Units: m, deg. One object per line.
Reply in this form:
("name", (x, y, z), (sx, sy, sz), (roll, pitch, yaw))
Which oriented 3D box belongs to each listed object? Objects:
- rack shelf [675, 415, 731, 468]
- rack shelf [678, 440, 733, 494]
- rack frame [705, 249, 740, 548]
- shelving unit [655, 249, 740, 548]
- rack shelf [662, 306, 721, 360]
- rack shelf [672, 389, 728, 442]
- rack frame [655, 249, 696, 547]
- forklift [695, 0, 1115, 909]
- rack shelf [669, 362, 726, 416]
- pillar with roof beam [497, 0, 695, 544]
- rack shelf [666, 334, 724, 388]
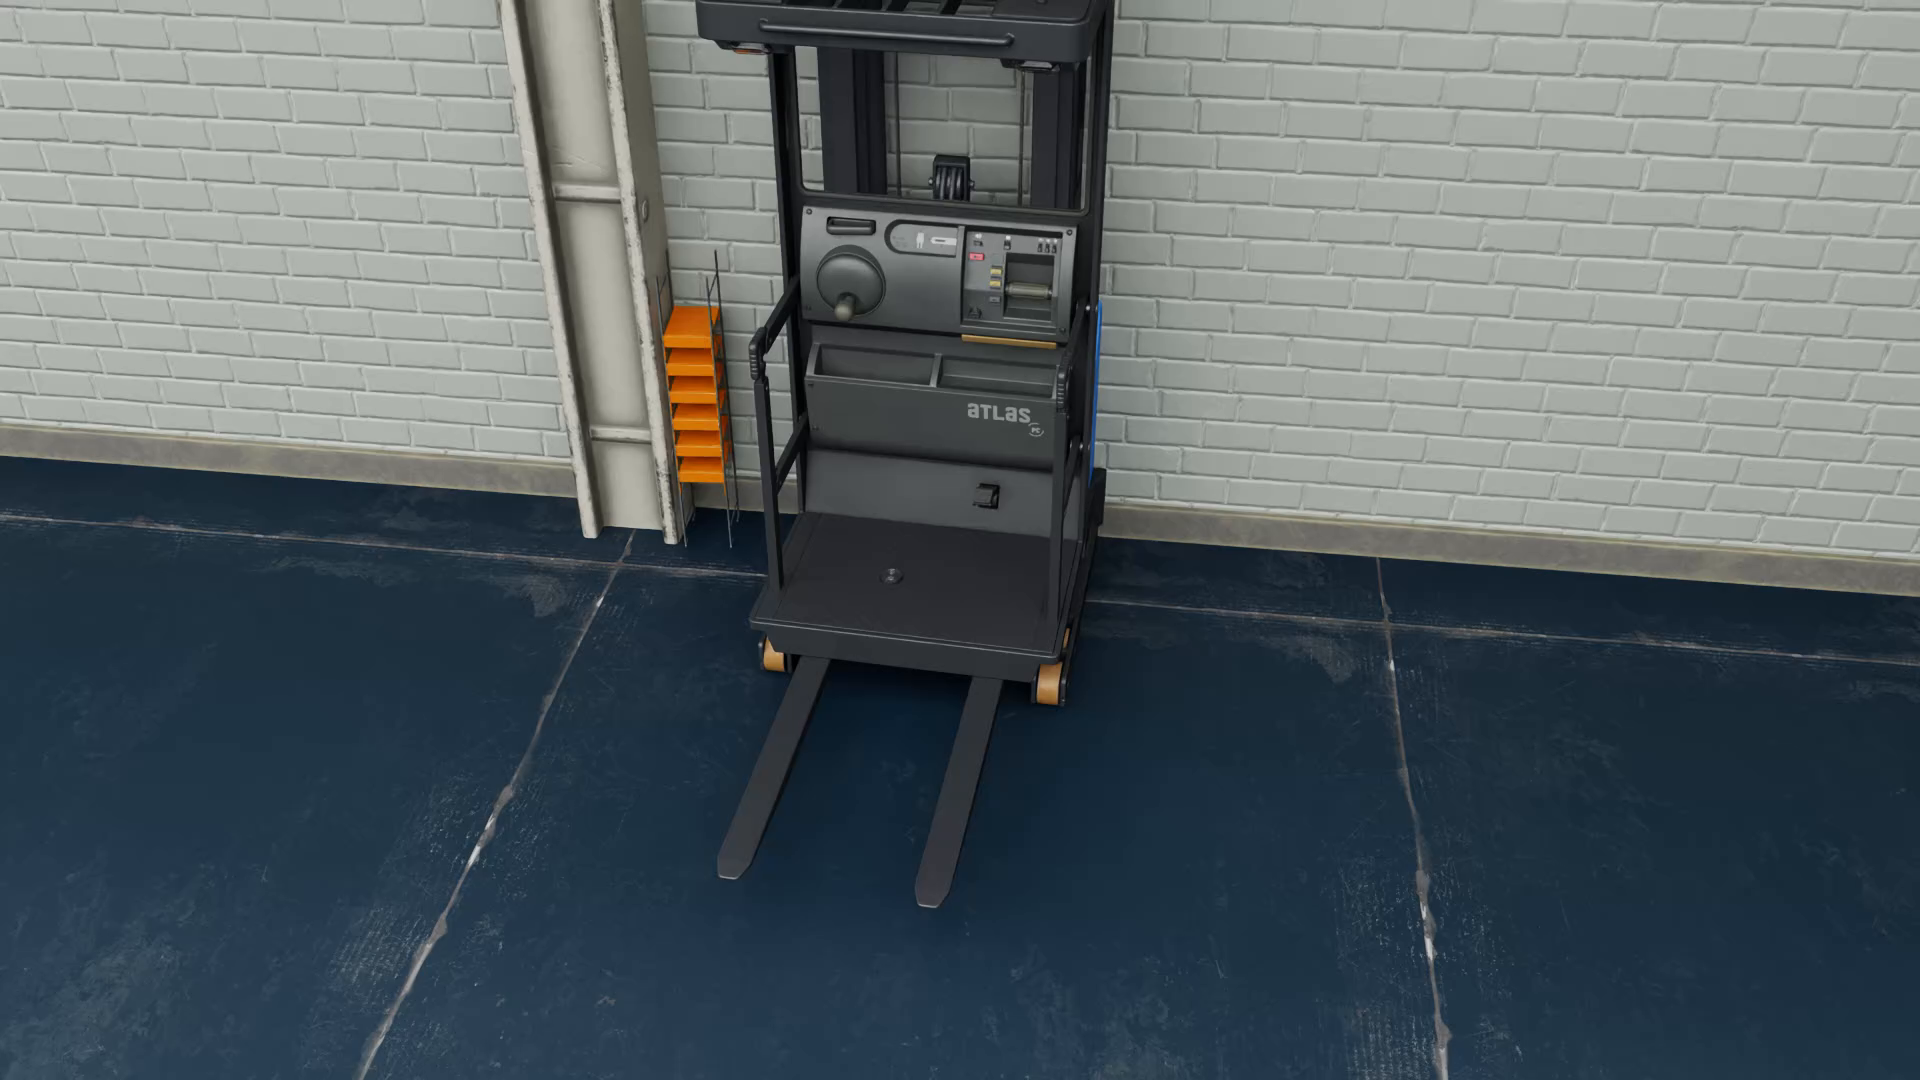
("rack shelf", (-1.009, -0.394, 6.551), (0.180, 0.103, 0.258), (1, 36, 1))
("rack shelf", (-1.010, -0.296, 6.621), (0.180, 0.103, 0.258), (1, 36, 1))
("rack frame", (-0.917, -0.526, 6.454), (0.006, 1.200, 0.240), (1, 36, 1))
("shelving unit", (-1.008, -0.528, 6.456), (0.189, 1.200, 0.258), (1, 36, 1))
("rack shelf", (-1.007, -0.785, 6.272), (0.180, 0.103, 0.258), (1, 36, 1))
("rack shelf", (-1.009, -0.492, 6.482), (0.180, 0.103, 0.258), (1, 36, 1))
("rack frame", (-1.100, -0.529, 6.457), (0.006, 1.200, 0.240), (1, 36, 1))
("forklift", (-0.115, -0.836, 5.398), (1.130, 2.935, 3.031), (6, 36, 9))
("rack shelf", (-1.008, -0.589, 6.412), (0.180, 0.103, 0.258), (1, 36, 1))
("pillar with roof beam", (-1.866, -1.268, 0.781), (0.400, 9.000, 9.100), (4, 36, 6))
("rack shelf", (-1.008, -0.687, 6.342), (0.180, 0.103, 0.258), (1, 36, 1))
